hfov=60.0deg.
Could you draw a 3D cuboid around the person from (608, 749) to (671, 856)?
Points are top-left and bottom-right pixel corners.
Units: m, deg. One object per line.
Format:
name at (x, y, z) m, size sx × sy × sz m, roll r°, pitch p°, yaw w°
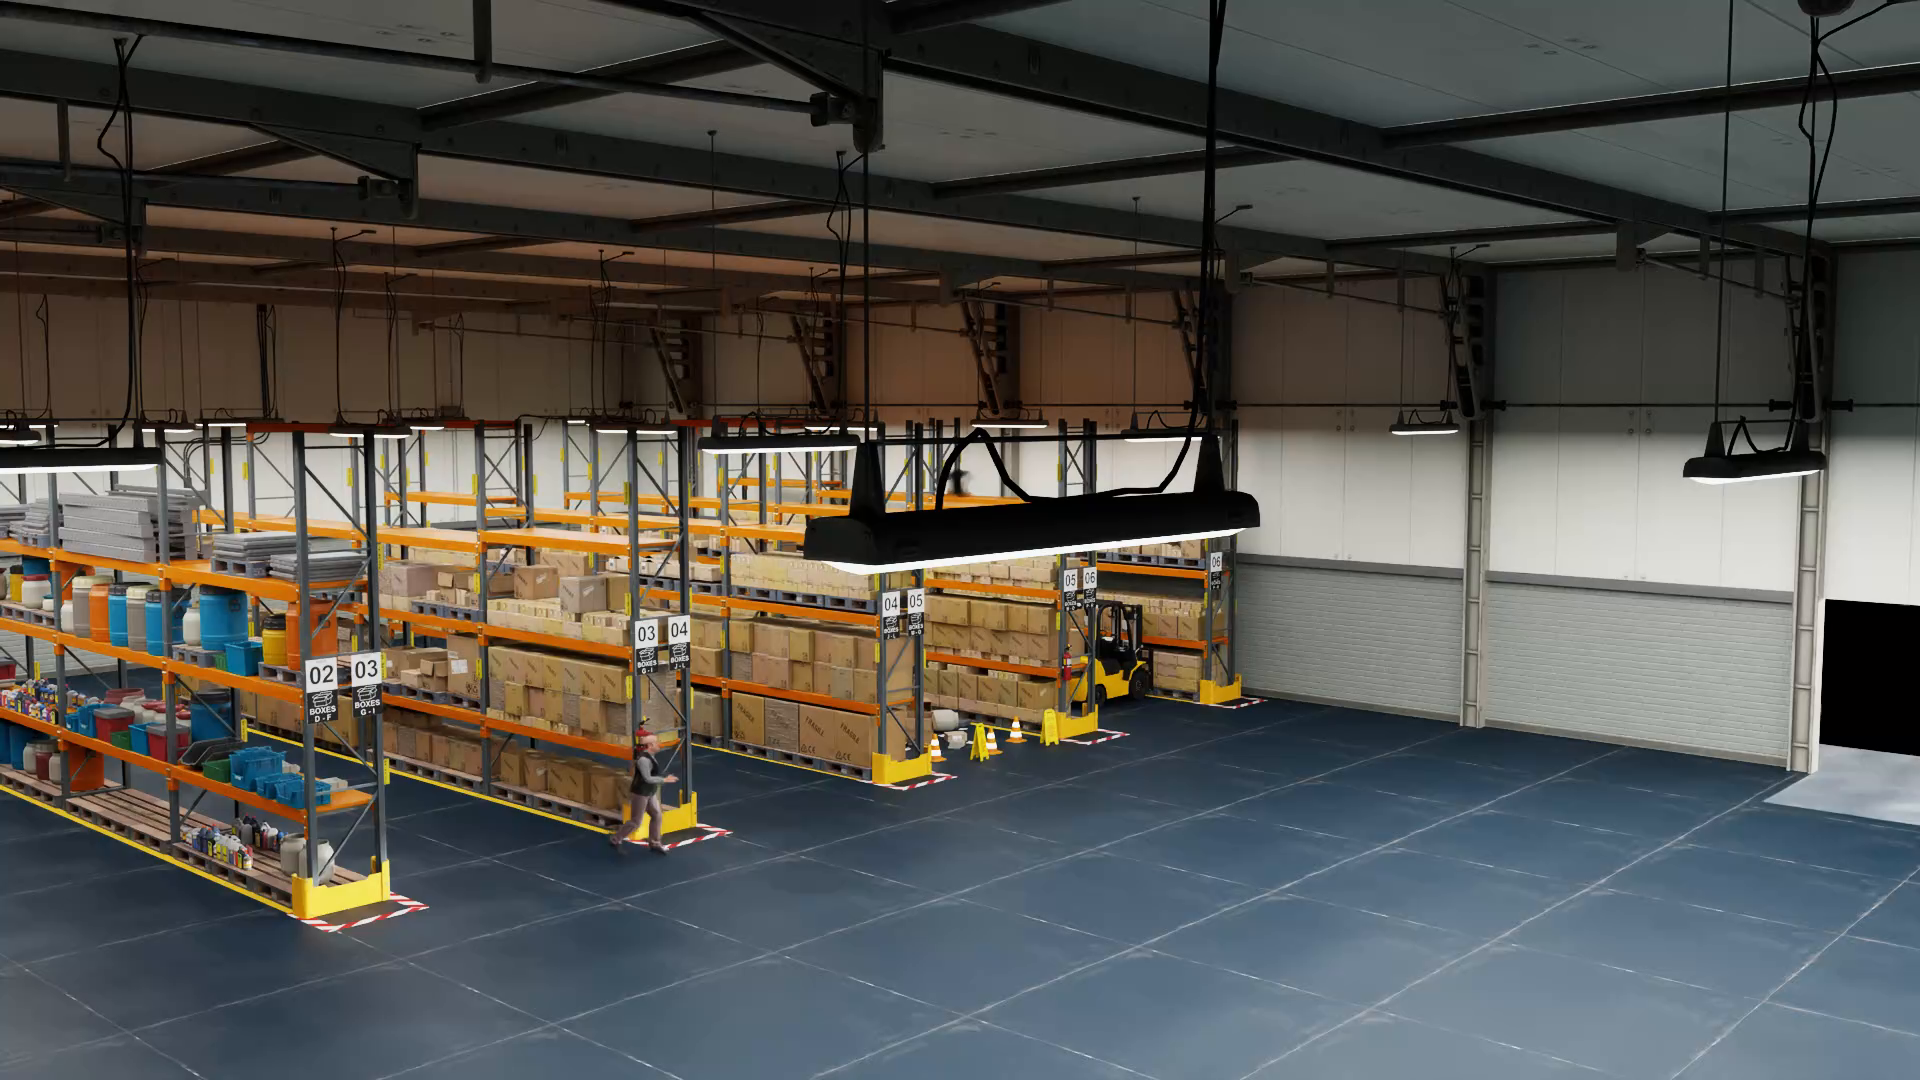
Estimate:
person at (-13.542, 3.296, 28.039) m, size 19.407 × 1.524 × 9.162 m, roll 0°, pitch 5°, yaw 3°
